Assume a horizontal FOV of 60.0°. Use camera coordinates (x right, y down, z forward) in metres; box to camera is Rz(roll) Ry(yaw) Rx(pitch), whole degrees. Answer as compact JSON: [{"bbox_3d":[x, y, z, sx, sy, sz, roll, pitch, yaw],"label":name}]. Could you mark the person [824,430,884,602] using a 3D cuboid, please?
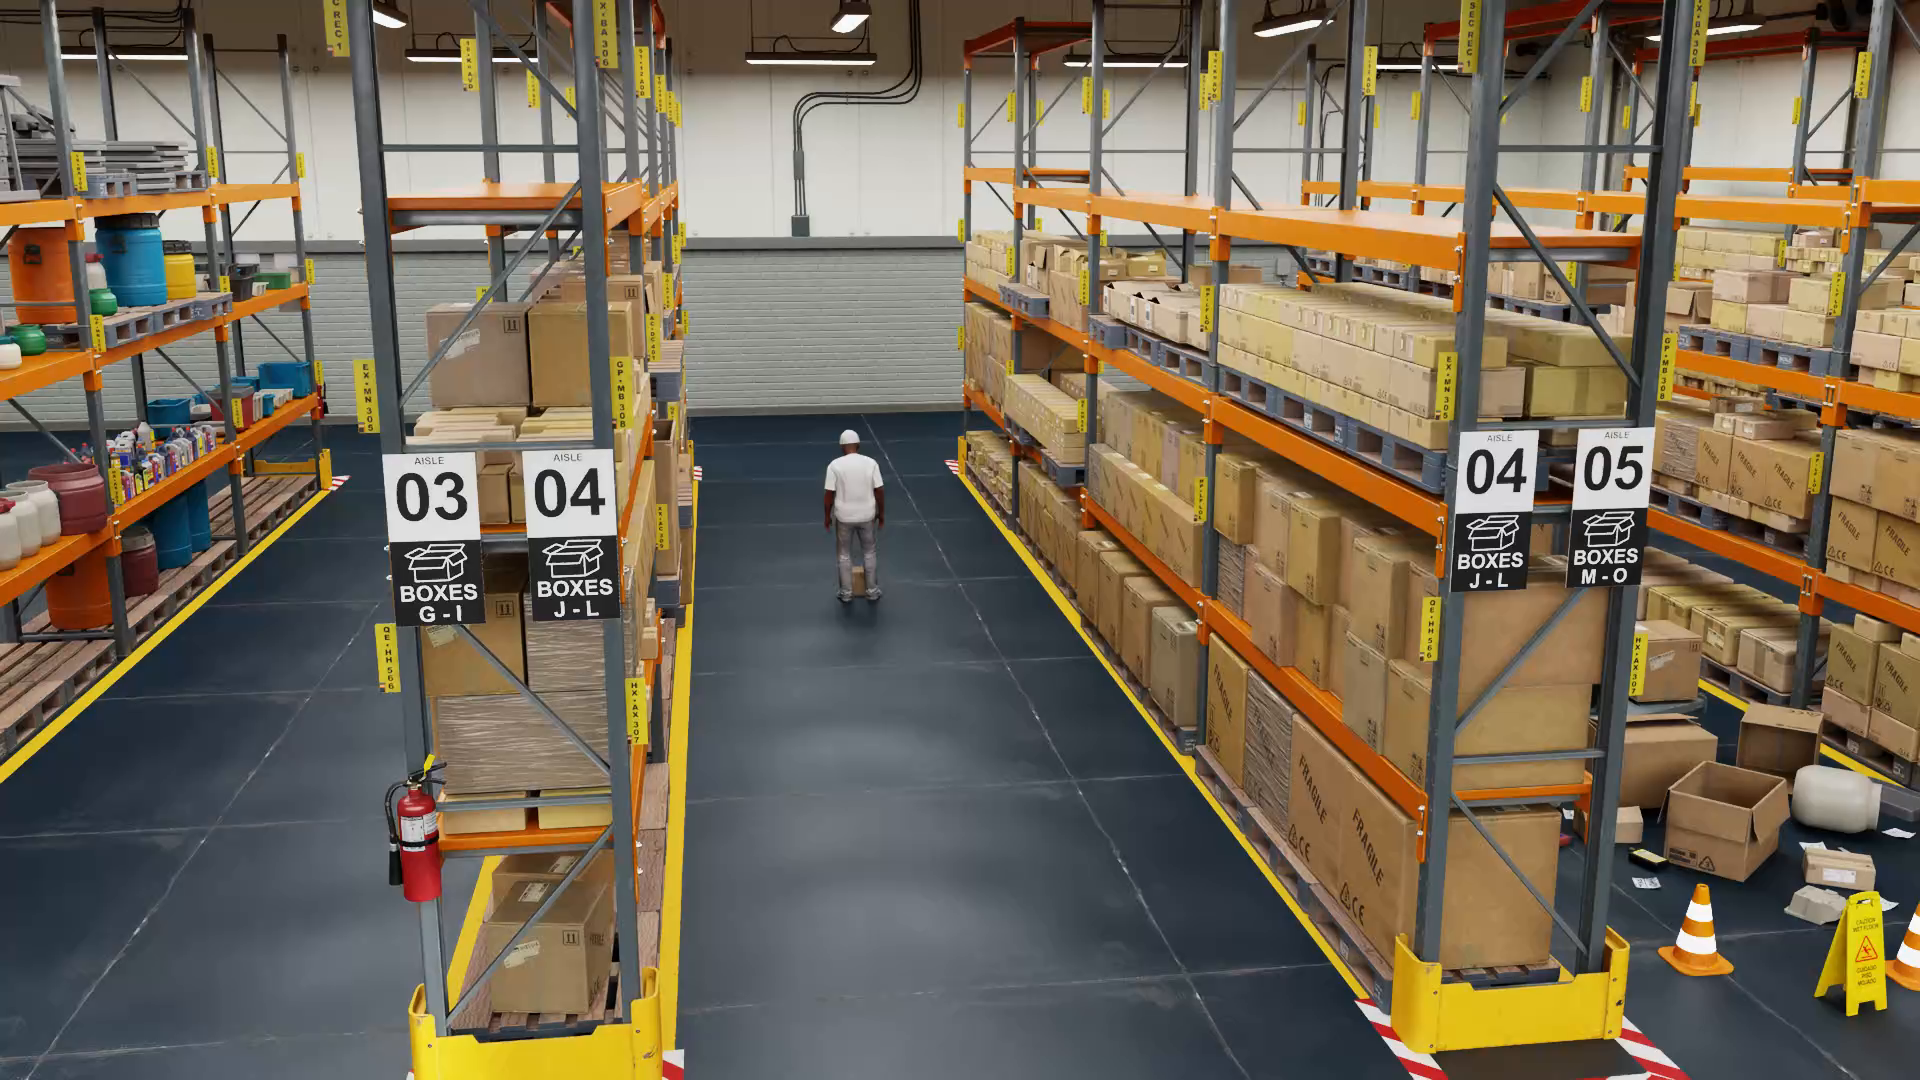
[{"bbox_3d":[-1.085,-0.252,17.031,0.629,1.759,0.461,-3,13,-11],"label":"person"}]
